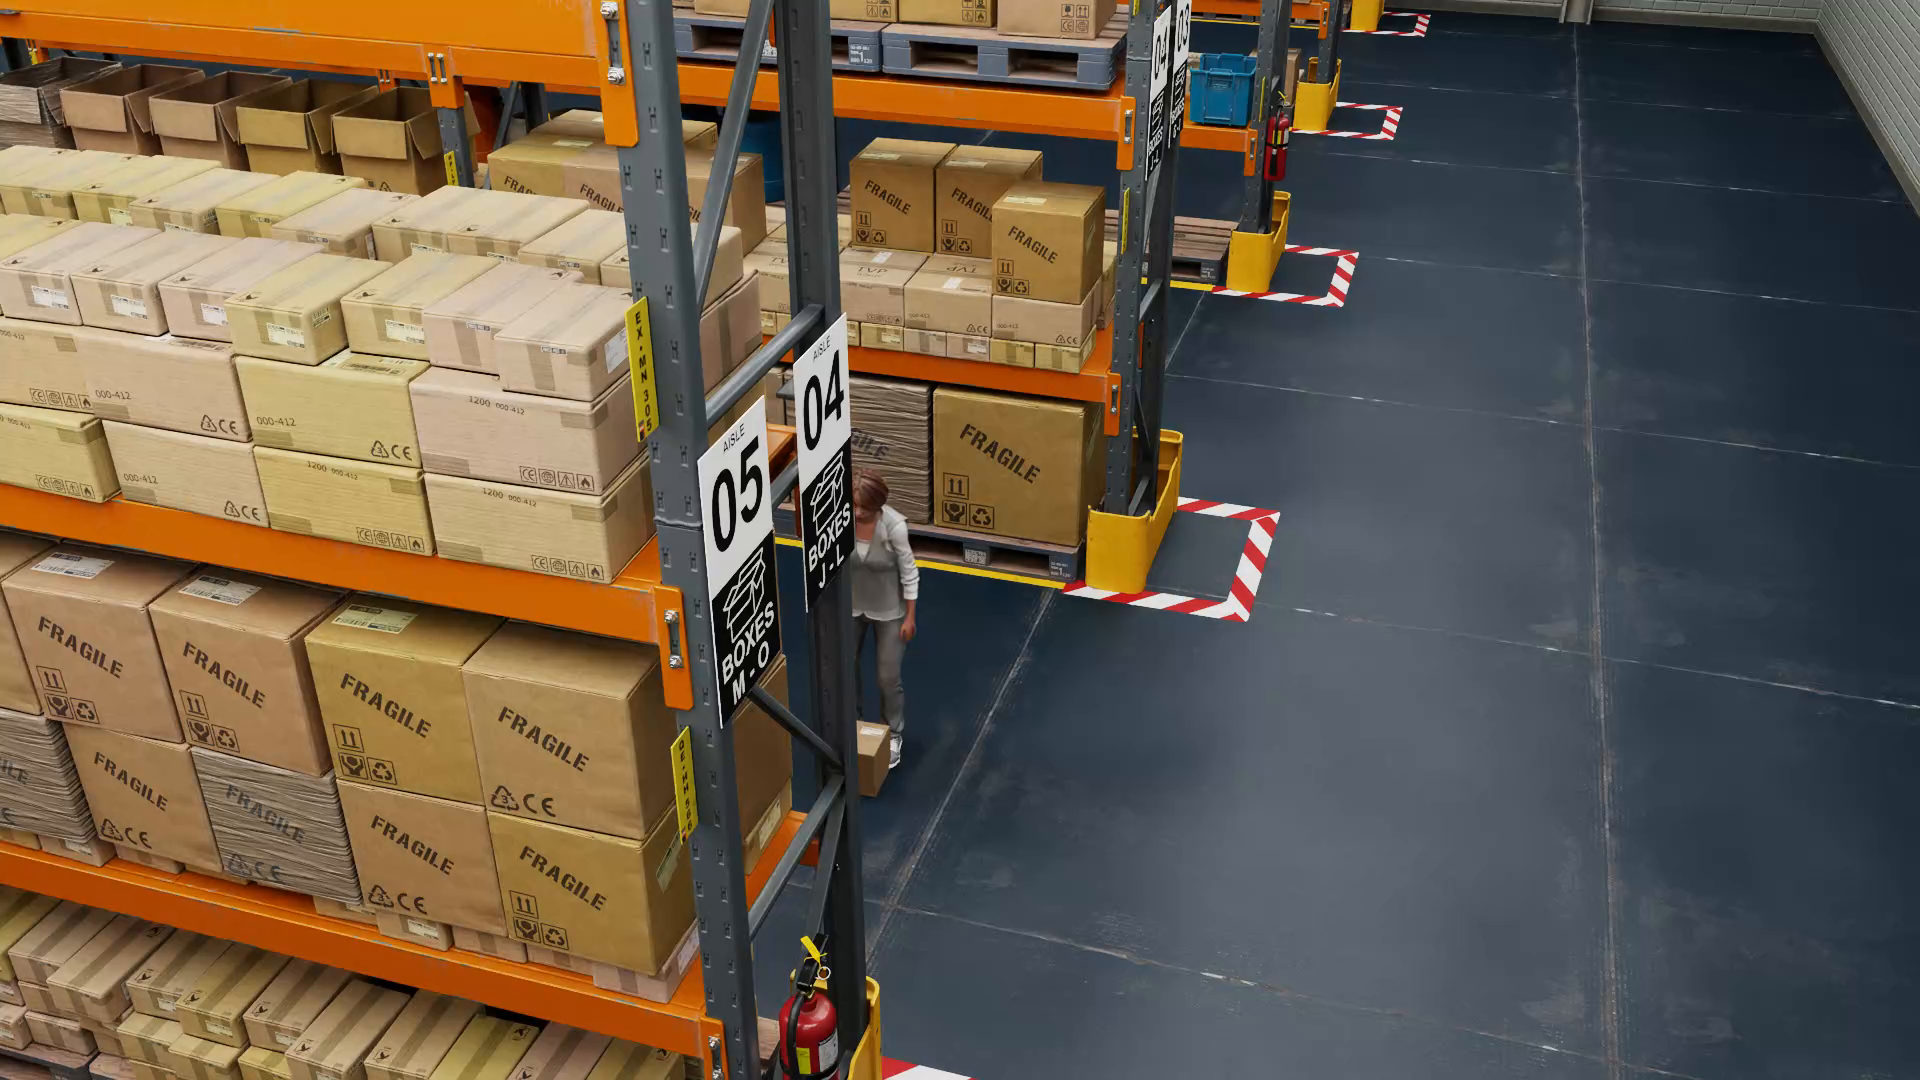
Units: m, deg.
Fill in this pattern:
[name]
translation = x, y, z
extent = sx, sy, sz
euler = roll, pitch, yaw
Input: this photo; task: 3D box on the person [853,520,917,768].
[person]
translation = -0.432, 0.455, 7.949
extent = 0.460, 1.352, 0.322
euler = 9, 31, 15
